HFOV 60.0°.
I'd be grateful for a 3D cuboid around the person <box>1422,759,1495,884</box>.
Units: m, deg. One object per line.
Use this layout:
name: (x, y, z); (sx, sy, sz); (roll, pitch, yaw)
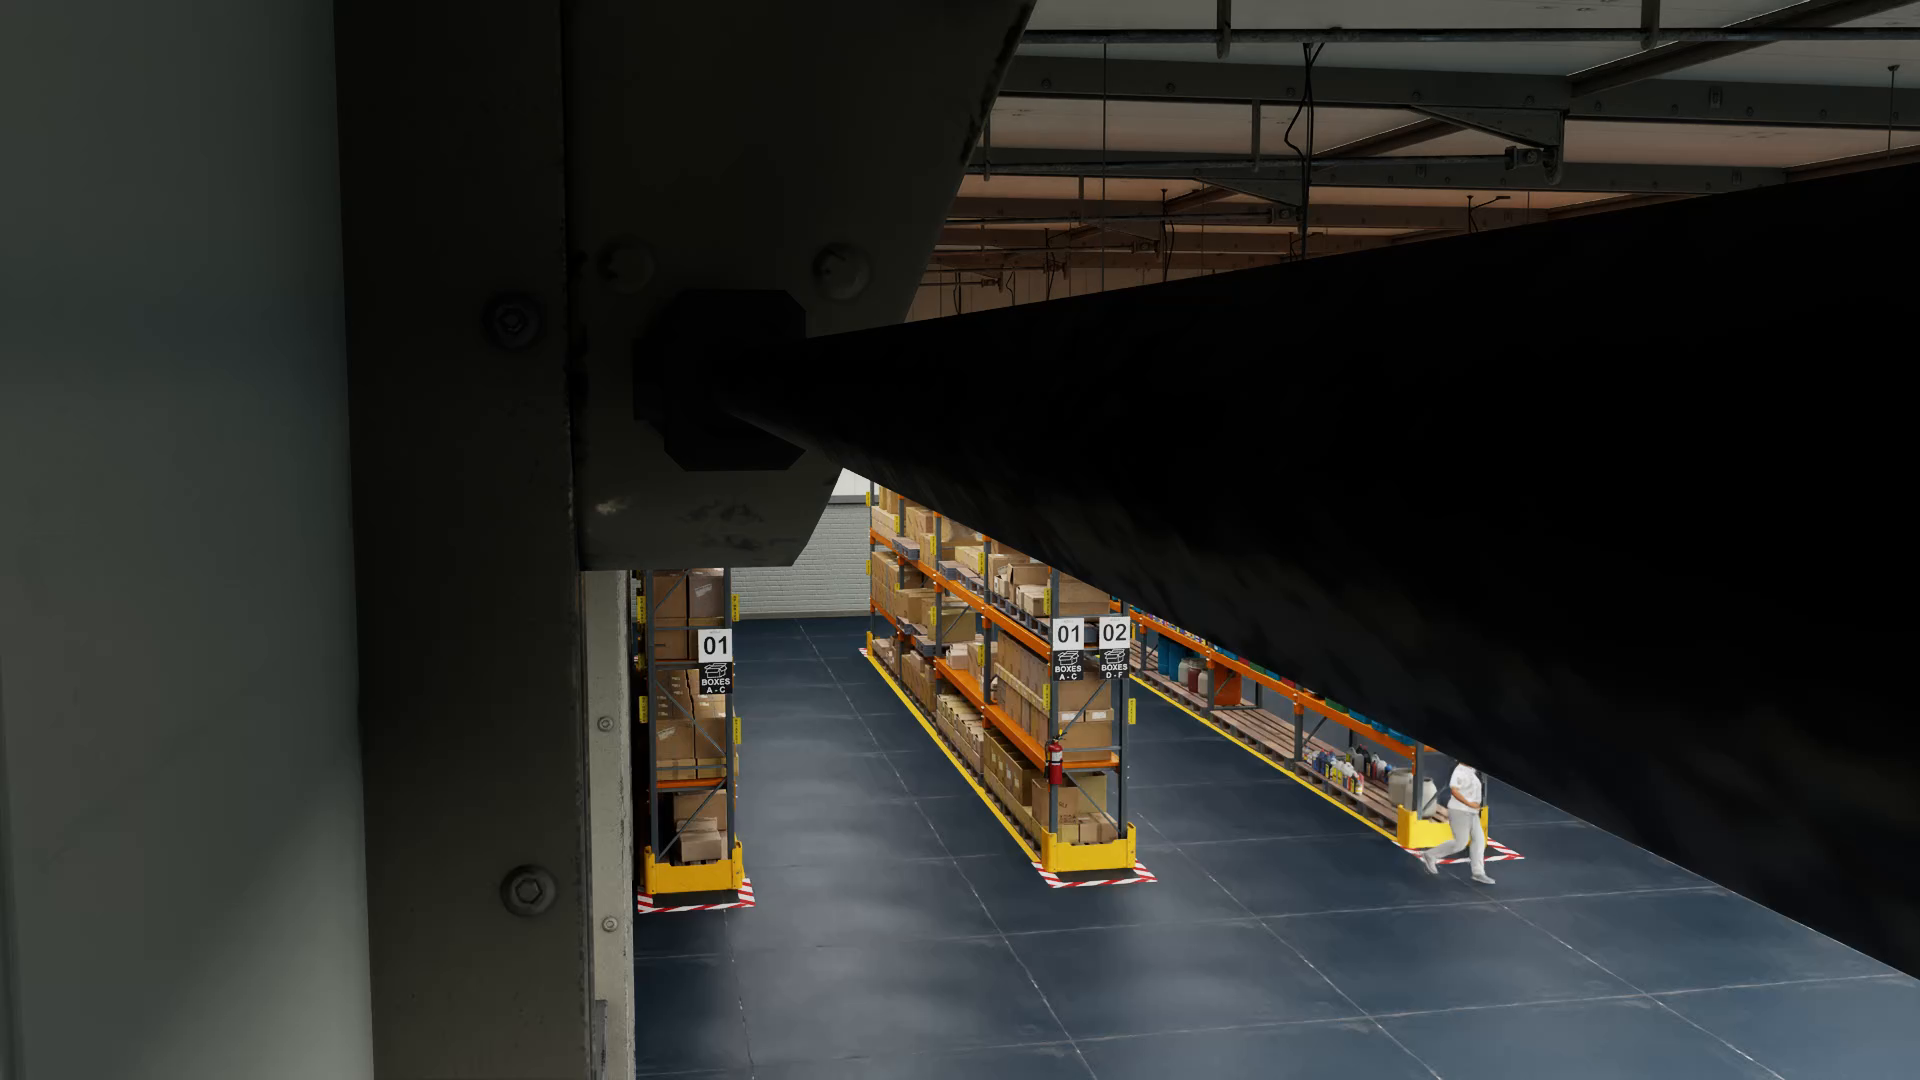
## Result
person: (6.242, 3.372, 20.594); (0.884, 1.626, 0.667); (4, 7, 30)
